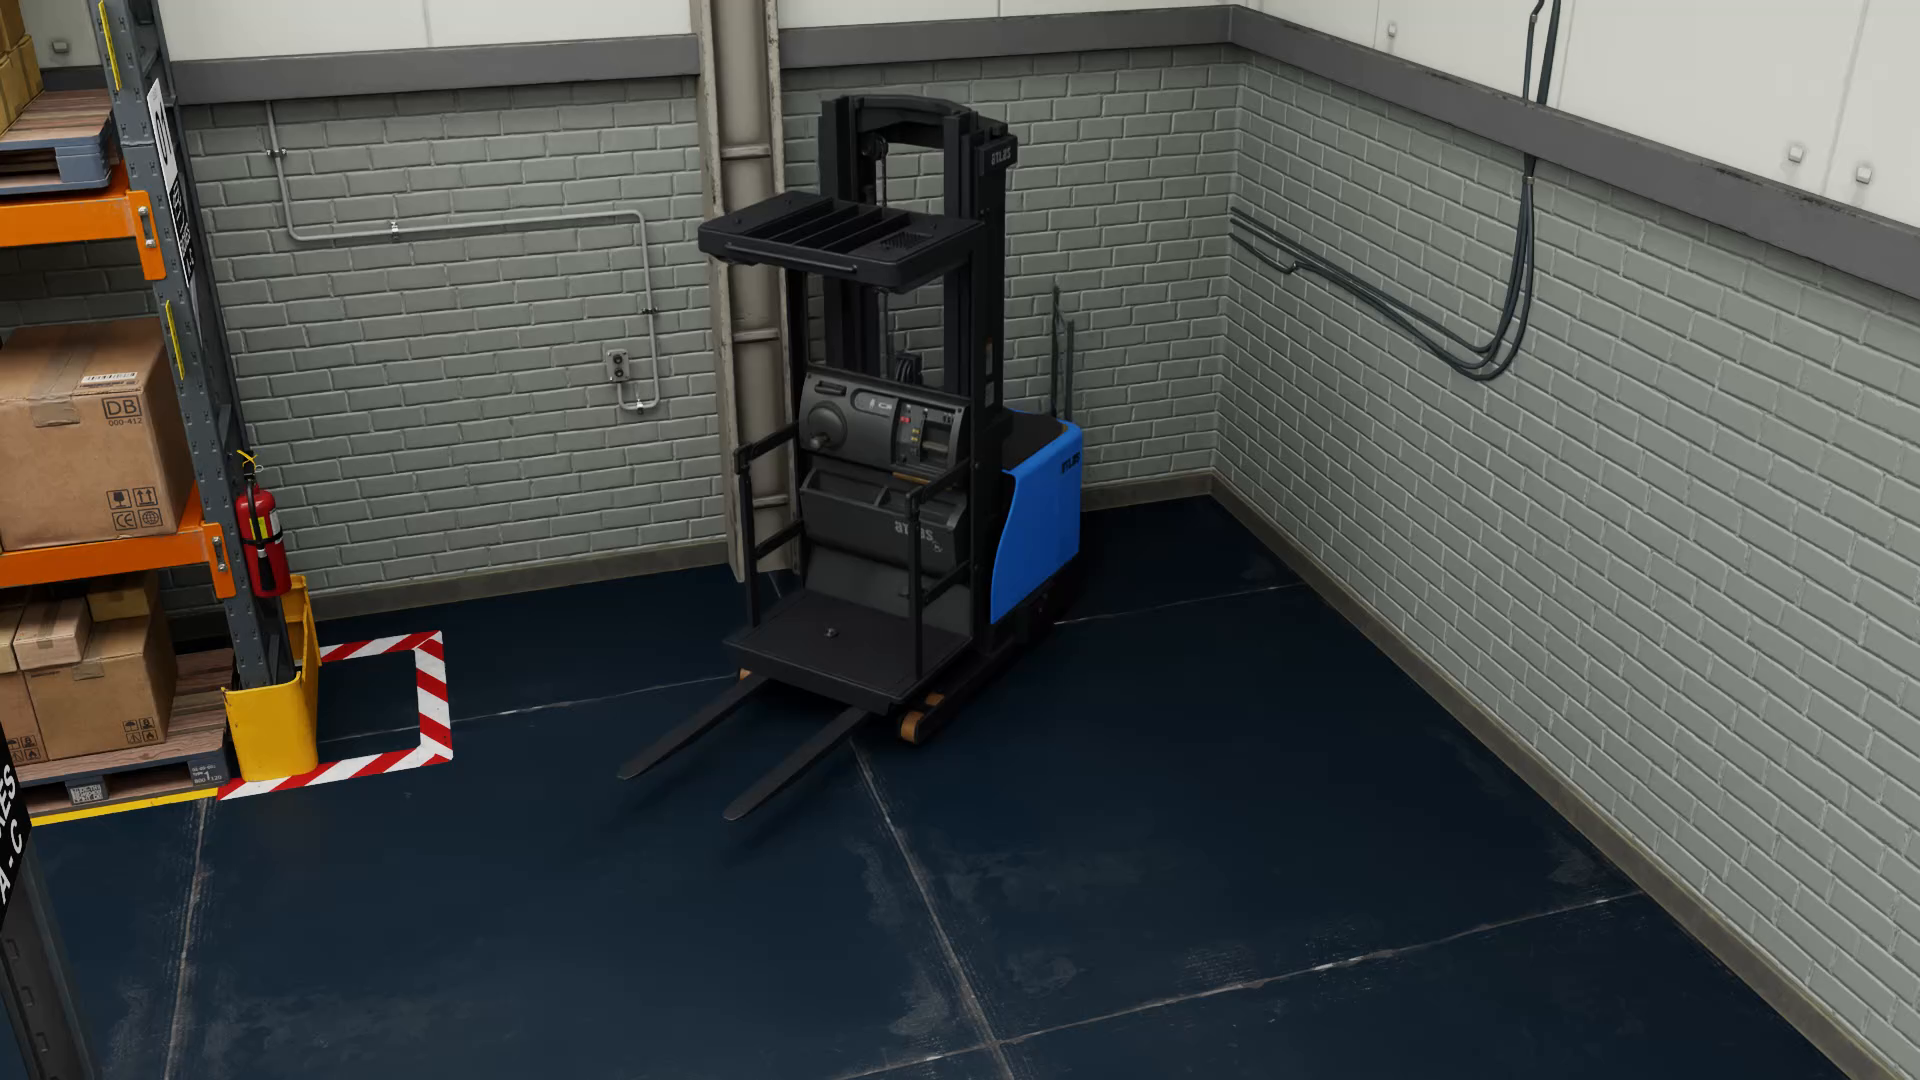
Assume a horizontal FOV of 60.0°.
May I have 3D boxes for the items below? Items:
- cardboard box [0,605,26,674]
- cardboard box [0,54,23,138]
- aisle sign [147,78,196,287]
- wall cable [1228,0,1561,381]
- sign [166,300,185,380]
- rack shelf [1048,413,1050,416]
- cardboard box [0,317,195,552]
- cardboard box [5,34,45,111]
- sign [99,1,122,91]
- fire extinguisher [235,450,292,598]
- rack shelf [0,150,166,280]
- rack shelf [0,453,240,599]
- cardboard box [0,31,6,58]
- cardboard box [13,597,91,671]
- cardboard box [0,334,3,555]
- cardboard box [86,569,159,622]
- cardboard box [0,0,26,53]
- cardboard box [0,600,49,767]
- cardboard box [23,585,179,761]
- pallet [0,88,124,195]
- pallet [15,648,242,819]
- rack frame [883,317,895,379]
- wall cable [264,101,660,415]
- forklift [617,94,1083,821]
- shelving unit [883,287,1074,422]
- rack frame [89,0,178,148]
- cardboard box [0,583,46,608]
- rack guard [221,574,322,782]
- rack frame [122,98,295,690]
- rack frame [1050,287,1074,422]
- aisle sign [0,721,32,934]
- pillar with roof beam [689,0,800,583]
[{"bbox_3d":[-4.402,0.462,7.556,0.250,0.149,0.380,-7,27,-15],"label":"cardboard box"},{"bbox_3d":[-4.073,-1.744,6.601,0.500,0.250,0.500,-7,27,-15],"label":"cardboard box"},{"bbox_3d":[-3.297,-1.495,6.965,0.004,0.787,0.394,-8,28,-16],"label":"aisle sign"},{"bbox_3d":[2.030,-2.372,8.400,0.112,2.526,3.097,-8,28,-16],"label":"wall cable"},{"bbox_3d":[-3.304,-0.841,7.003,0.005,0.325,0.100,-8,28,-16],"label":"sign"},{"bbox_3d":[0.099,-0.525,9.977,1.000,0.185,0.538,-5,32,-6],"label":"rack shelf"},{"bbox_3d":[-3.941,-0.508,7.562,0.700,0.700,0.980,-7,27,-14],"label":"cardboard box"},{"bbox_3d":[-4.229,-1.960,7.036,0.500,0.250,0.500,-7,27,-13],"label":"cardboard box"},{"bbox_3d":[-3.304,-1.921,6.467,0.005,0.325,0.100,-8,28,-16],"label":"sign"},{"bbox_3d":[-3.172,-0.072,7.528,0.183,0.674,0.296,-8,28,-16],"label":"fire extinguisher"},{"bbox_3d":[-5.360,-1.194,6.717,4.000,0.370,1.077,-8,28,-16],"label":"rack shelf"},{"bbox_3d":[-5.360,0.150,7.384,4.000,0.370,1.077,-8,28,-16],"label":"rack shelf"},{"bbox_3d":[-4.070,-2.077,6.428,0.500,0.500,0.500,-8,28,-16],"label":"cardboard box"},{"bbox_3d":[-4.159,0.426,7.627,0.250,0.149,0.380,-9,28,-17],"label":"cardboard box"},{"bbox_3d":[-4.629,-0.403,7.351,0.700,0.700,0.980,-8,28,-17],"label":"cardboard box"},{"bbox_3d":[-4.036,0.230,8.023,0.250,0.149,0.380,-8,28,-16],"label":"cardboard box"},{"bbox_3d":[-4.228,-2.295,6.866,0.500,0.500,0.500,-9,28,-18],"label":"cardboard box"},{"bbox_3d":[-4.569,0.691,7.823,0.500,0.500,0.700,-8,28,-16],"label":"cardboard box"},{"bbox_3d":[-4.093,0.622,7.962,0.500,0.500,0.700,-8,28,-16],"label":"cardboard box"},{"bbox_3d":[-4.161,-1.645,6.917,1.213,0.211,1.003,-8,28,-16],"label":"pallet"},{"bbox_3d":[-4.195,0.944,8.111,1.213,0.211,1.003,-8,28,-16],"label":"pallet"},{"bbox_3d":[-0.406,-0.638,9.826,0.032,1.500,0.500,-5,32,-6],"label":"rack frame"},{"bbox_3d":[-2.534,-1.479,8.714,1.851,1.984,0.084,-8,28,-16],"label":"wall cable"},{"bbox_3d":[-0.500,-0.538,8.037,1.130,2.935,3.031,15,30,27],"label":"forklift"},{"bbox_3d":[0.097,-0.678,9.882,1.048,1.500,0.538,-5,32,-6],"label":"shelving unit"},{"bbox_3d":[-3.459,-3.135,6.445,0.127,3.000,1.000,-8,28,-16],"label":"rack frame"},{"bbox_3d":[-4.518,0.300,7.882,0.250,0.149,0.380,-8,28,-16],"label":"cardboard box"},{"bbox_3d":[-3.436,0.668,8.342,0.348,0.500,1.175,-8,28,-16],"label":"rack guard"},{"bbox_3d":[-3.459,-0.448,7.779,0.127,3.000,1.000,-8,28,-16],"label":"rack frame"},{"bbox_3d":[0.601,-0.718,9.937,0.032,1.500,0.500,-5,32,-6],"label":"rack frame"},{"bbox_3d":[-1.947,0.348,3.252,0.004,0.787,0.394,-8,28,-16],"label":"aisle sign"},{"bbox_3d":[0.174,-2.052,4.264,0.400,9.000,9.100,-8,28,-16],"label":"pillar with roof beam"}]
